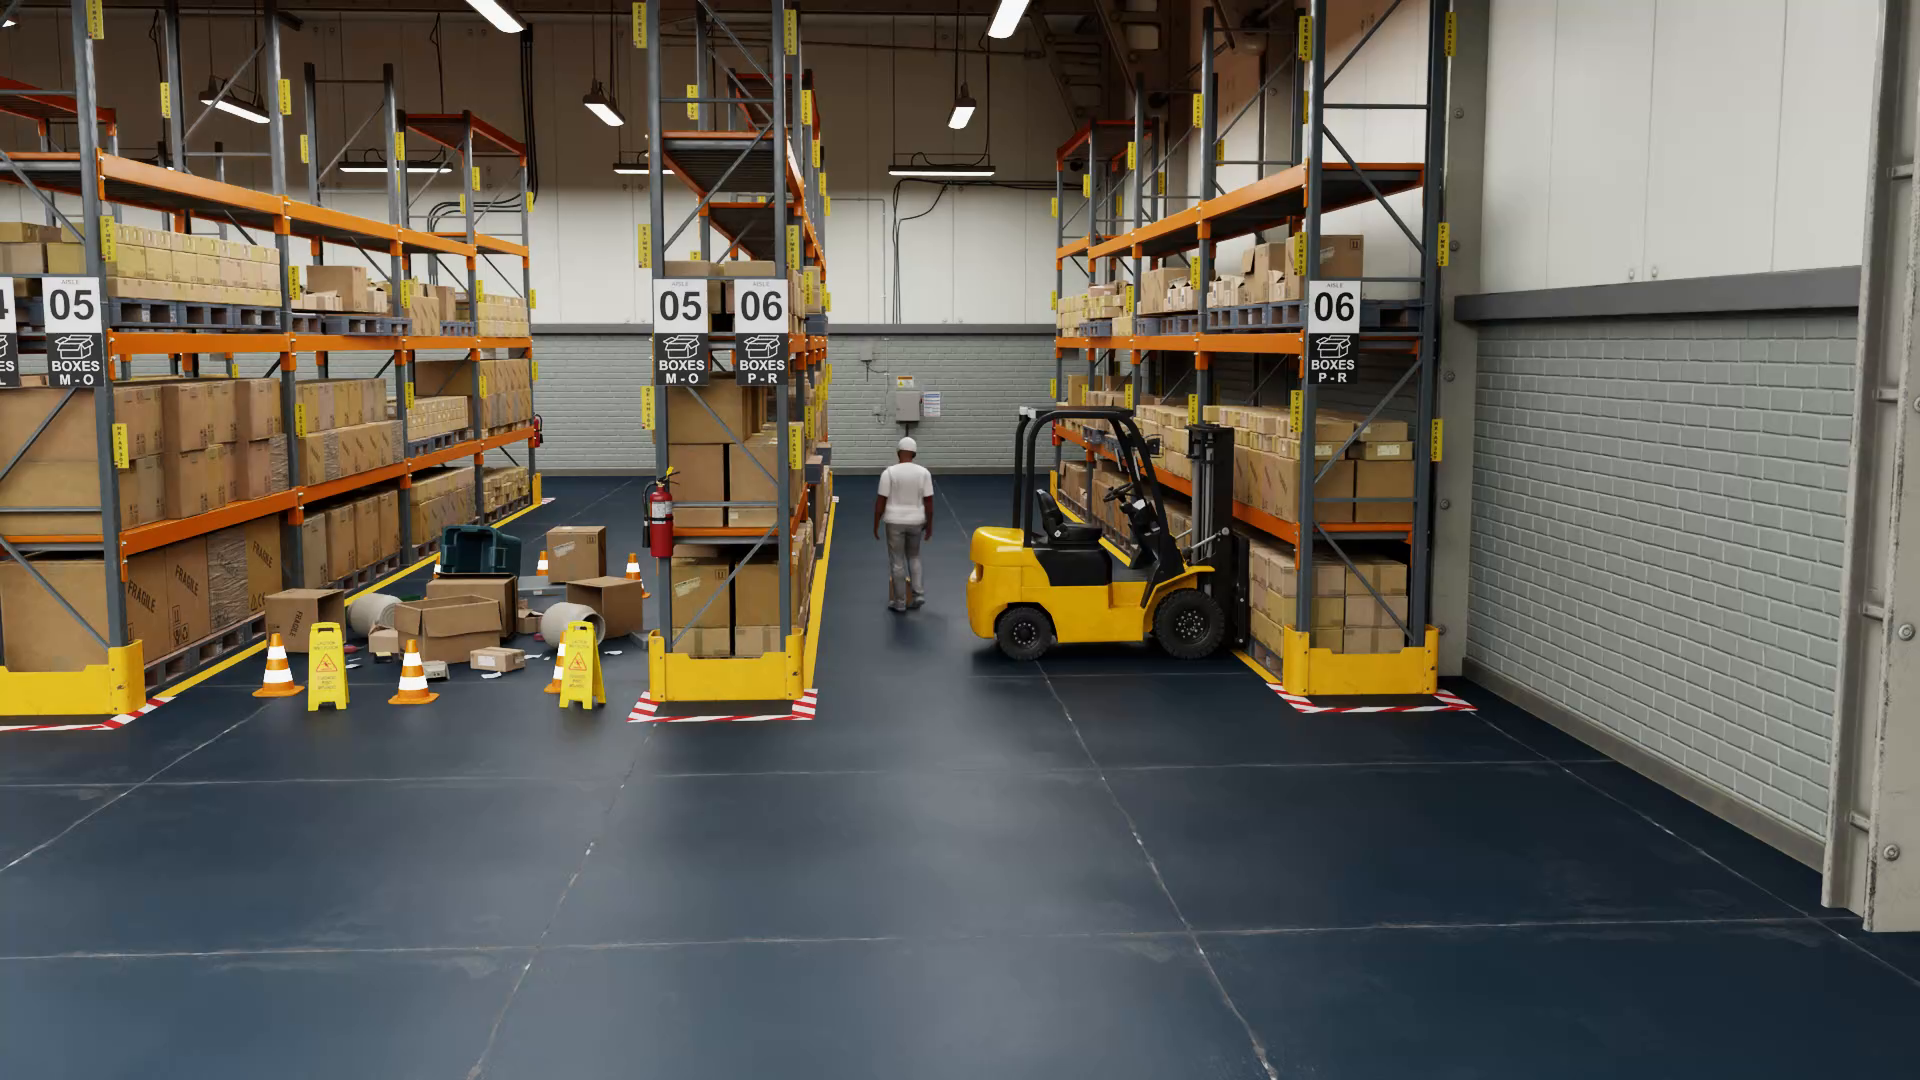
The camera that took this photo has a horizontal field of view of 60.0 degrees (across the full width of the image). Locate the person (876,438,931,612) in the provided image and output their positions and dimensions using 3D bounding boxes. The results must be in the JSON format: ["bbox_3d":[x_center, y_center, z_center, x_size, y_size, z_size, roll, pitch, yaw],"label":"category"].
[{"bbox_3d":[-0.581,-0.159,17.004,0.563,1.765,0.407,-1,7,-4],"label":"person"}]
